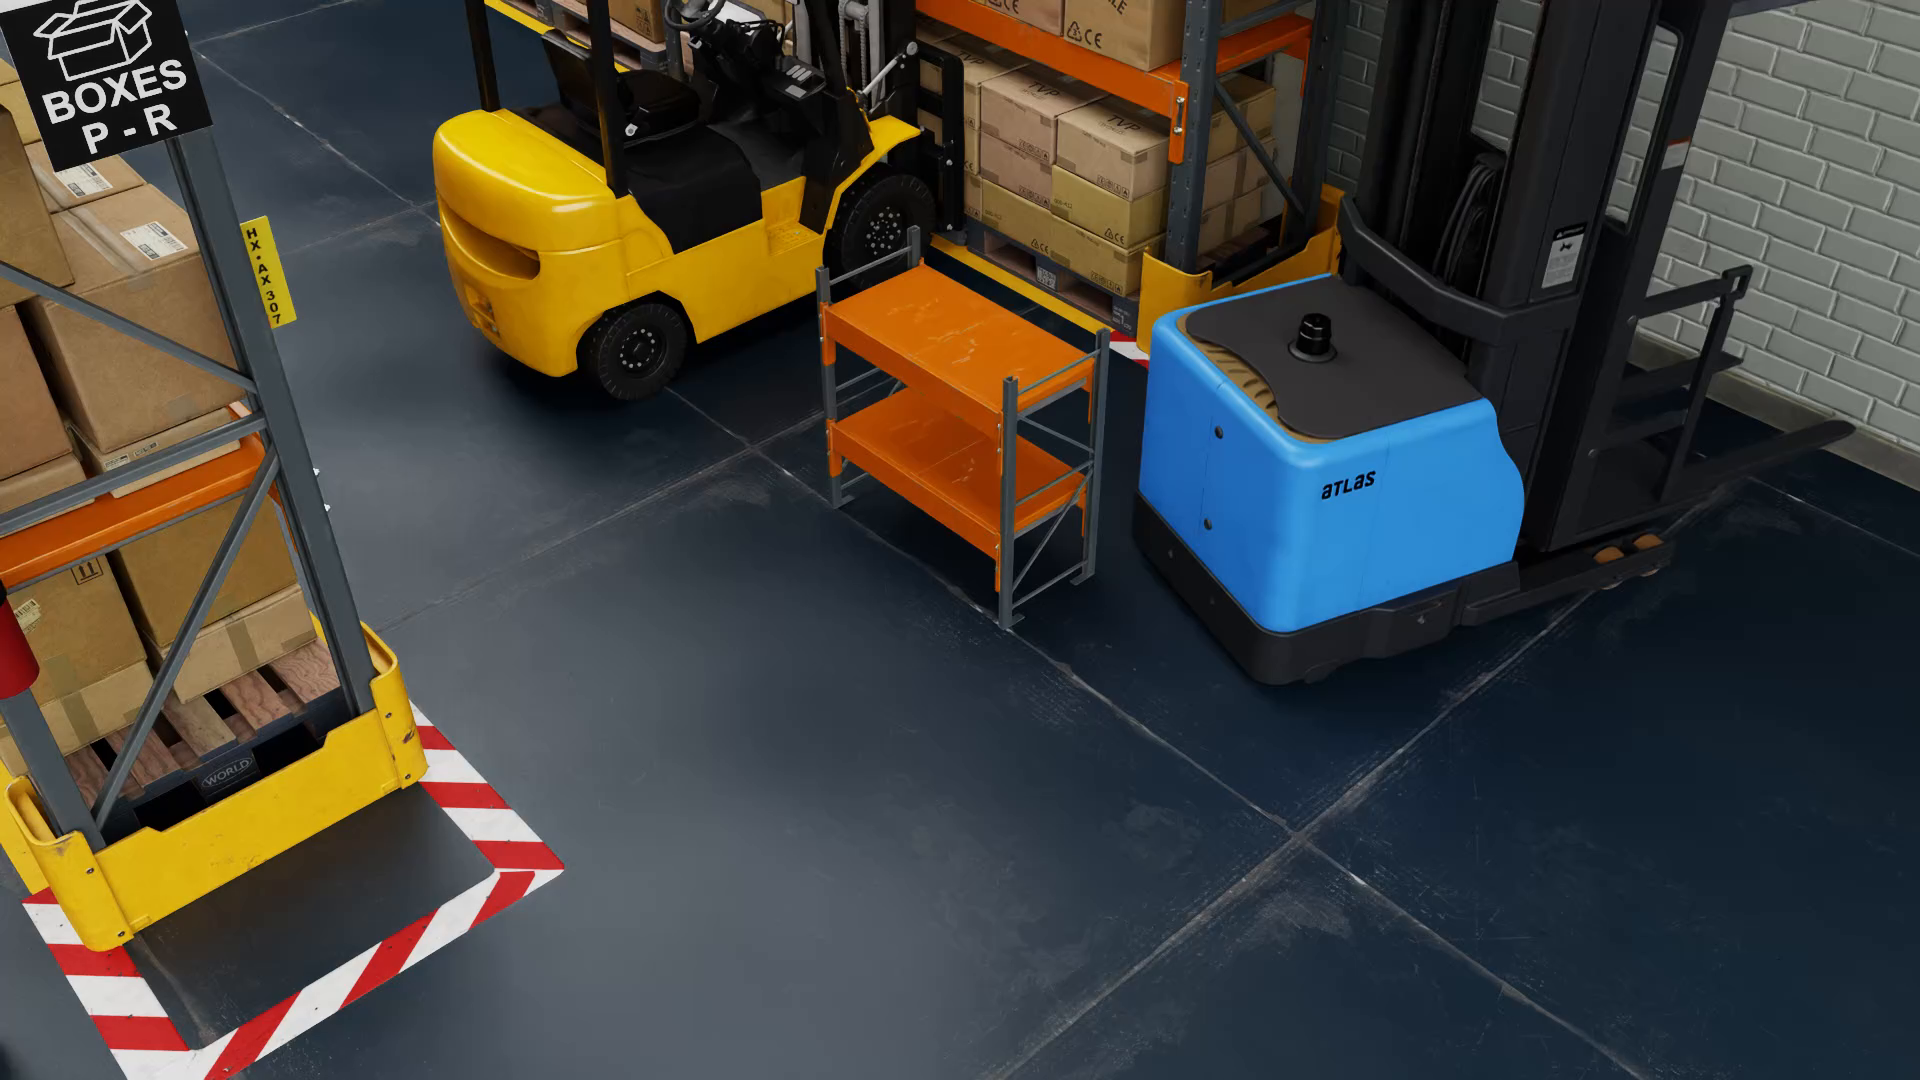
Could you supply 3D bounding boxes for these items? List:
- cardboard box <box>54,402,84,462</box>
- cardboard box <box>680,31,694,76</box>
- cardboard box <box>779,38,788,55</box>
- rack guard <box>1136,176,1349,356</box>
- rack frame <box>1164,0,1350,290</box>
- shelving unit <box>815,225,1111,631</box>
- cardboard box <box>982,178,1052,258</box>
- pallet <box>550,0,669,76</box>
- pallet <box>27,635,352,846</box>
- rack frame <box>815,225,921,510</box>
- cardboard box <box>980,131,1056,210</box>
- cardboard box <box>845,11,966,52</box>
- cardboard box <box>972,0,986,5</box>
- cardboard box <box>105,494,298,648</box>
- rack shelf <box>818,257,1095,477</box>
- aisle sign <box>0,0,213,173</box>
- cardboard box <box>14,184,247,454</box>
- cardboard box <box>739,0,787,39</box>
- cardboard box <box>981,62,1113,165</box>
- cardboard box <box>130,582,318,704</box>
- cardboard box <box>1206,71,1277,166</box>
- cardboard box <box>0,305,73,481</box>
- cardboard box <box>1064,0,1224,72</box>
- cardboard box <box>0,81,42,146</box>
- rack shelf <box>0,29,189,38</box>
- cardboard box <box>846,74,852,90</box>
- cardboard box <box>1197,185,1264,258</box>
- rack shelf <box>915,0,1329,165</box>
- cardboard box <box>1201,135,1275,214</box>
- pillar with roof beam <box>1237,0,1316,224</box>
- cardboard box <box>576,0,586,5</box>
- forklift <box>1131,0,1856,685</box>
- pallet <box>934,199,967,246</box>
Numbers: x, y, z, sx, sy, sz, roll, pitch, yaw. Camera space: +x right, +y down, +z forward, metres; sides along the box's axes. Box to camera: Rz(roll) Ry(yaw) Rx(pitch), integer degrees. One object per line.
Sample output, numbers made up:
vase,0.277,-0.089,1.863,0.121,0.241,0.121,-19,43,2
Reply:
cardboard box,-2.573,-0.421,5.084,0.380,0.149,0.250,-29,47,-31
cardboard box,-1.282,-2.854,9.751,0.500,0.250,0.500,-29,47,-31
cardboard box,-0.924,-2.826,9.318,0.500,0.250,0.500,-30,48,-32
rack guard,1.356,-1.290,7.950,1.175,0.500,0.348,-30,48,-32
rack frame,1.340,-2.274,7.178,1.000,3.000,0.127,-30,48,-32
shelving unit,-0.005,-0.441,6.400,0.538,1.125,1.048,-30,48,-32
cardboard box,0.460,-1.685,8.303,0.500,0.250,0.500,-30,48,-32
pallet,-1.893,-3.365,10.748,1.003,0.211,1.213,-30,48,-32
pallet,-2.889,0.496,5.968,1.003,0.211,1.213,-30,48,-32
rack frame,-0.348,-0.676,6.692,0.500,1.125,0.032,-30,48,-32
cardboard box,0.449,-1.891,8.161,0.500,0.250,0.500,-30,48,-32
cardboard box,-0.237,-2.538,8.564,0.500,0.250,0.500,-31,48,-33
cardboard box,0.123,-2.910,7.886,0.500,0.500,0.500,-31,48,-32
cardboard box,-2.672,-0.050,5.682,0.500,0.500,0.500,-32,49,-33
rack shelf,-0.005,-0.668,6.217,0.538,0.278,1.000,-30,48,-32
aisle sign,-2.044,-1.277,3.875,0.394,0.787,0.004,-30,48,-32
cardboard box,-2.430,-0.655,4.857,0.500,0.500,0.500,-31,48,-32
cardboard box,-0.931,-3.010,9.148,0.500,0.250,0.500,-30,48,-32
cardboard box,0.449,-2.071,7.985,0.500,0.250,0.500,-29,47,-31
cardboard box,-2.656,0.253,5.904,0.500,0.250,0.500,-30,48,-32
cardboard box,1.154,-2.060,7.971,0.500,0.250,0.500,-31,48,-32
cardboard box,-2.884,-0.452,4.606,0.500,0.500,0.500,-31,48,-32
cardboard box,0.814,-2.429,7.291,0.500,0.500,0.500,-31,48,-33
cardboard box,-3.128,-1.128,5.443,0.500,0.500,0.500,-31,48,-33
rack shelf,-3.667,-1.976,4.994,1.077,0.370,4.000,-30,48,-32
cardboard box,-0.251,-2.354,8.734,0.500,0.250,0.500,-30,48,-32
cardboard box,1.152,-1.678,8.295,0.500,0.250,0.500,-30,48,-32
rack shelf,-0.013,-2.920,8.550,1.077,0.370,4.000,-30,48,-32
cardboard box,1.175,-1.868,8.132,0.500,0.250,0.500,-29,47,-31
pillar with roof beam,-1.638,-3.484,3.901,9.100,9.000,0.400,-30,48,-32
cardboard box,-2.246,-3.964,10.826,0.875,0.625,0.625,-30,48,-32
forklift,2.247,-1.234,5.945,3.031,2.935,1.130,-16,42,-19
pallet,-0.029,-2.090,9.169,1.003,0.211,1.213,-30,48,-32
